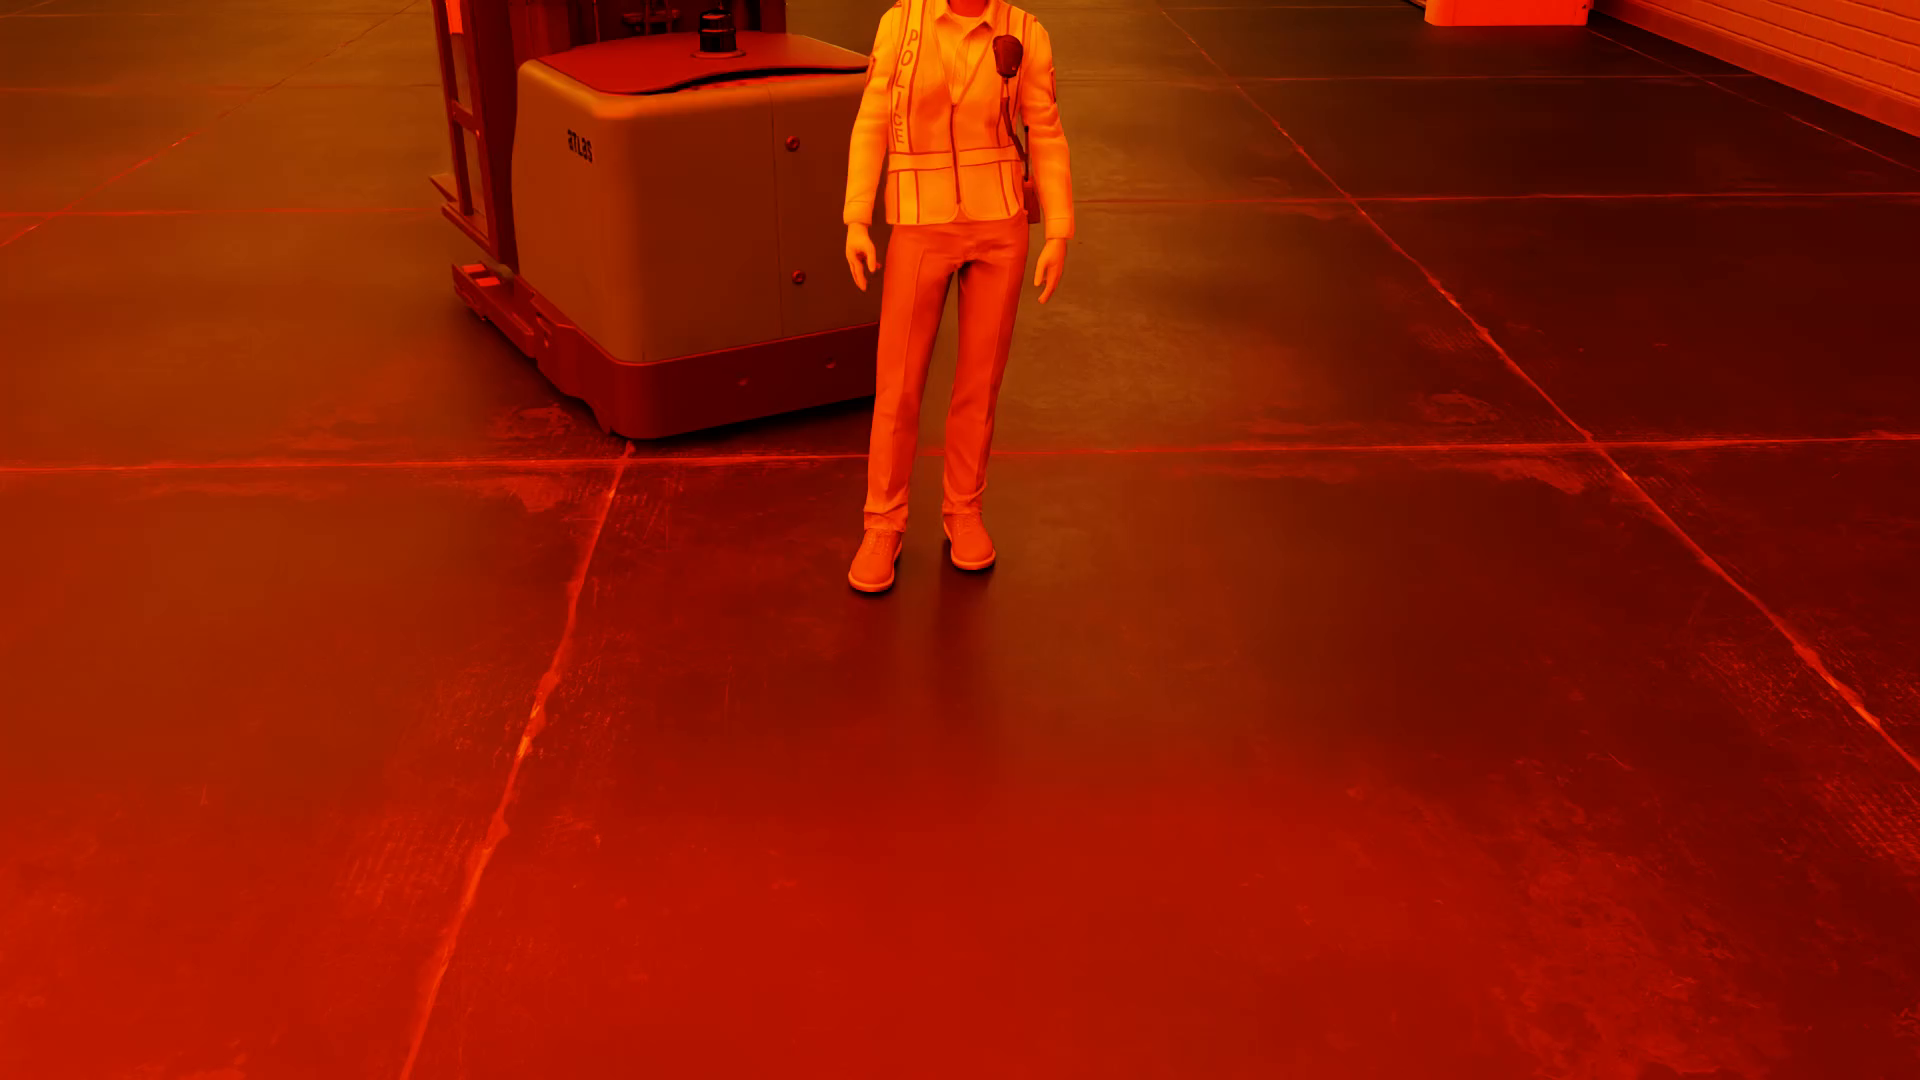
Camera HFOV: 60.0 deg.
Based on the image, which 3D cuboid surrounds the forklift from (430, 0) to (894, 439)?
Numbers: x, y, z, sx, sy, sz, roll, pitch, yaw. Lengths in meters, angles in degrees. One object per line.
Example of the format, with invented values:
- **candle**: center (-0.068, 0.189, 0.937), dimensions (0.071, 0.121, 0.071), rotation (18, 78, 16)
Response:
- **forklift**: center (-1.294, -2.229, 5.790), dimensions (1.130, 2.935, 3.031), rotation (-14, 29, -27)

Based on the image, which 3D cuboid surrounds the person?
- **person**: center (-0.004, -0.738, 4.127), dimensions (0.587, 1.694, 0.530), rotation (-1, 26, -2)
